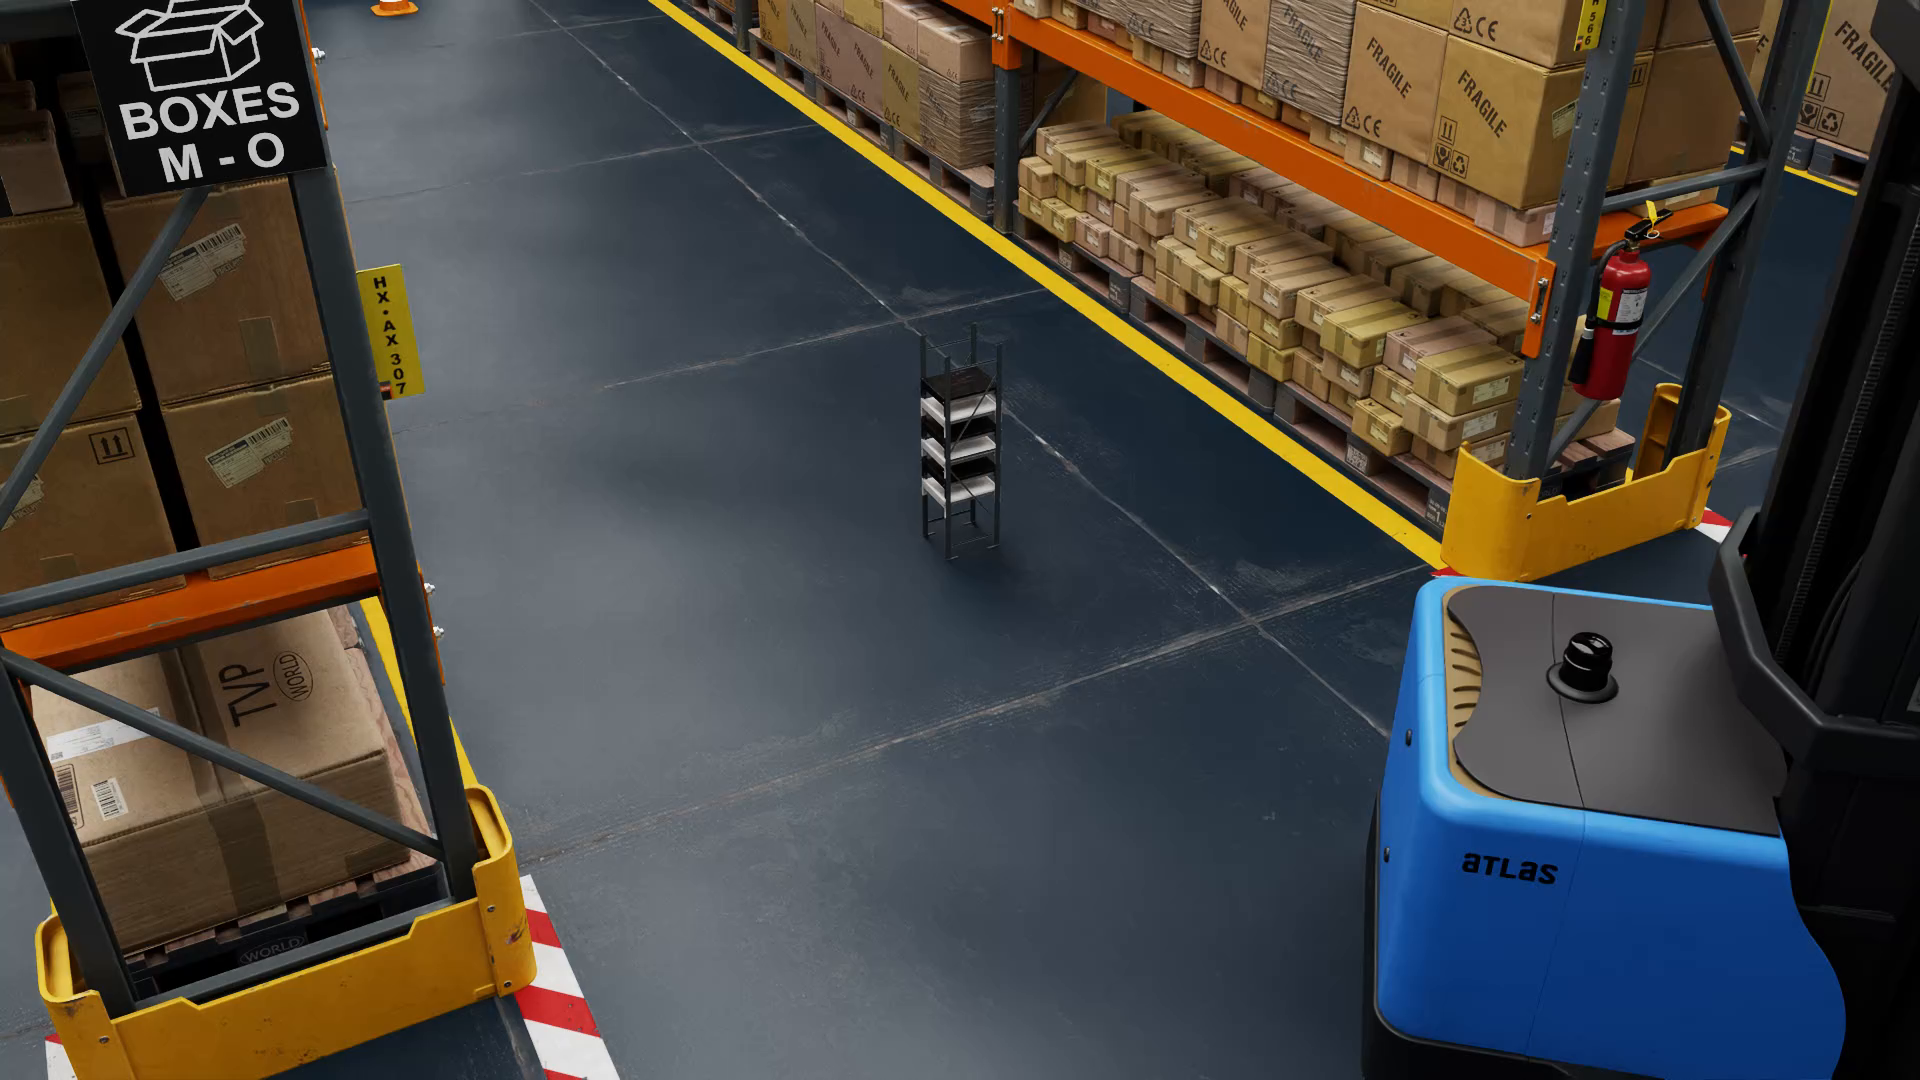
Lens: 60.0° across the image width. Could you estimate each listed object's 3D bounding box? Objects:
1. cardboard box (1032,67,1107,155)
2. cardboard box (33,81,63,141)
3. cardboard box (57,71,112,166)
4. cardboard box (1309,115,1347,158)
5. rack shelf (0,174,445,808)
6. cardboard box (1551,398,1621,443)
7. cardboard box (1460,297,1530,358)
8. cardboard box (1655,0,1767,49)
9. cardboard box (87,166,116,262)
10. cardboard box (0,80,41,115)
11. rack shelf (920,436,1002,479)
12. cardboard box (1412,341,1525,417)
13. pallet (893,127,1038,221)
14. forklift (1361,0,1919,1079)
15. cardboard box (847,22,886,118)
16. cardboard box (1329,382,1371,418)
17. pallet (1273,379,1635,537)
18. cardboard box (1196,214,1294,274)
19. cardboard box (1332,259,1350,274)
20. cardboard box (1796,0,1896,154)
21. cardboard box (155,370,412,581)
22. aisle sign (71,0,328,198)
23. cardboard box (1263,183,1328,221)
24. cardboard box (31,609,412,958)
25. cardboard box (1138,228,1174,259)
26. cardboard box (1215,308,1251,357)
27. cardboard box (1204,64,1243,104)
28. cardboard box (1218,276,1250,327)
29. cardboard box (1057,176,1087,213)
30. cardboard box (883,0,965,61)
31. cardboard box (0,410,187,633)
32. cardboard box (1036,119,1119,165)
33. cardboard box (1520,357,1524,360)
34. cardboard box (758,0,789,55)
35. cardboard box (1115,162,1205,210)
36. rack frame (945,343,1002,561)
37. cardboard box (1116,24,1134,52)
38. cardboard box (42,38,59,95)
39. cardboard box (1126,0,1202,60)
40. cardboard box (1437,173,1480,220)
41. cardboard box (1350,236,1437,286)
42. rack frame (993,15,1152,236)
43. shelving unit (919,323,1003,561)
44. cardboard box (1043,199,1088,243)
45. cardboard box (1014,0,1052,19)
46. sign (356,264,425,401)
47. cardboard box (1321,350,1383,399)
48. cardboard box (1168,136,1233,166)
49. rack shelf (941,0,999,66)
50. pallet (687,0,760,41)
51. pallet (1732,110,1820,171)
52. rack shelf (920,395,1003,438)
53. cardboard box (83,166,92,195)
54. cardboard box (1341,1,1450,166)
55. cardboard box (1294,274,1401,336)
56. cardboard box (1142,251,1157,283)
[{"bbox_3d":[0.551,-2.687,10.092,0.500,0.500,0.500,-14,35,-21],"label":"cardboard box"},{"bbox_3d":[-2.511,-0.817,4.225,0.500,0.500,0.500,-16,36,-23],"label":"cardboard box"},{"bbox_3d":[-1.912,-1.024,3.947,0.380,0.149,0.250,-15,36,-22],"label":"cardboard box"},{"bbox_3d":[1.675,-1.706,6.866,0.380,0.149,0.250,-18,37,-25],"label":"cardboard box"},{"bbox_3d":[-2.738,-0.593,5.562,1.077,0.370,4.000,-16,36,-23],"label":"rack shelf"},{"bbox_3d":[2.565,-0.542,7.068,0.380,0.149,0.250,-15,36,-22],"label":"cardboard box"},{"bbox_3d":[2.347,-0.898,7.074,0.380,0.149,0.250,-15,36,-22],"label":"cardboard box"},{"bbox_3d":[2.552,-2.104,5.958,0.500,0.500,0.500,-16,36,-23],"label":"cardboard box"},{"bbox_3d":[-2.025,-0.950,4.433,0.500,0.500,0.500,-17,36,-24],"label":"cardboard box"},{"bbox_3d":[-2.290,-0.914,3.775,0.380,0.149,0.250,-15,36,-22],"label":"cardboard box"},{"bbox_3d":[0.004,-0.347,6.519,0.258,0.077,0.200,-16,36,-23],"label":"rack shelf"},{"bbox_3d":[2.055,-0.650,6.687,0.380,0.149,0.250,-15,36,-23],"label":"cardboard box"},{"bbox_3d":[0.297,-2.341,10.208,1.003,0.211,1.213,-16,36,-23],"label":"pallet"},{"bbox_3d":[2.640,0.183,3.748,3.031,2.935,1.130,7,33,11],"label":"forklift"},{"bbox_3d":[-0.381,-3.048,10.656,0.500,0.500,0.500,-17,36,-24],"label":"cardboard box"},{"bbox_3d":[1.840,-0.655,7.245,0.380,0.149,0.250,-16,36,-23],"label":"cardboard box"},{"bbox_3d":[2.143,-0.493,7.324,1.003,0.211,1.213,-16,36,-23],"label":"pallet"},{"bbox_3d":[1.344,-1.402,7.859,0.380,0.149,0.250,-16,36,-23],"label":"cardboard box"},{"bbox_3d":[1.844,-1.262,7.917,0.380,0.149,0.250,-14,35,-21],"label":"cardboard box"},{"bbox_3d":[5.753,-2.860,10.014,0.875,0.875,0.875,-16,36,-23],"label":"cardboard box"},{"bbox_3d":[-1.776,-0.285,4.321,0.500,0.500,0.500,-16,36,-23],"label":"cardboard box"},{"bbox_3d":[-1.516,-1.075,3.237,0.394,0.787,0.004,-16,36,-23],"label":"aisle sign"},{"bbox_3d":[1.730,-1.662,8.266,0.380,0.149,0.250,-17,36,-25],"label":"cardboard box"},{"bbox_3d":[-2.202,0.671,4.908,0.875,0.438,0.875,-17,36,-25],"label":"cardboard box"},{"bbox_3d":[1.121,-1.520,8.319,0.380,0.149,0.250,-14,35,-21],"label":"cardboard box"},{"bbox_3d":[1.429,-1.011,7.801,0.380,0.149,0.250,-15,36,-22],"label":"cardboard box"},{"bbox_3d":[1.327,-2.088,7.461,0.380,0.149,0.250,-14,35,-21],"label":"cardboard box"},{"bbox_3d":[1.428,-1.135,7.718,0.380,0.149,0.250,-14,35,-21],"label":"cardboard box"},{"bbox_3d":[0.744,-1.894,8.903,0.380,0.149,0.250,-16,36,-23],"label":"cardboard box"},{"bbox_3d":[-0.138,-3.124,10.078,0.500,0.250,0.500,-14,35,-21],"label":"cardboard box"},{"bbox_3d":[-2.265,-0.147,4.106,0.500,0.500,0.500,-16,36,-23],"label":"cardboard box"},{"bbox_3d":[0.638,-2.154,9.033,0.380,0.149,0.250,-14,35,-21],"label":"cardboard box"},{"bbox_3d":[2.431,-0.796,7.189,0.380,0.149,0.250,-16,36,-23],"label":"cardboard box"},{"bbox_3d":[-1.100,-3.775,11.790,0.500,0.500,0.500,-17,37,-25],"label":"cardboard box"},{"bbox_3d":[1.018,-1.781,8.451,0.380,0.149,0.250,-17,36,-24],"label":"cardboard box"},{"bbox_3d":[0.051,-0.327,6.425,0.240,0.900,0.006,-16,36,-23],"label":"rack frame"},{"bbox_3d":[0.982,-2.471,8.058,0.380,0.149,0.250,-18,37,-25],"label":"cardboard box"},{"bbox_3d":[-3.204,-1.535,5.346,0.500,0.500,0.500,-15,36,-22],"label":"cardboard box"},{"bbox_3d":[1.109,-2.527,7.546,0.500,0.500,0.500,-17,36,-24],"label":"cardboard box"},{"bbox_3d":[2.041,-1.341,6.296,0.380,0.149,0.250,-16,36,-23],"label":"cardboard box"},{"bbox_3d":[2.033,-1.283,7.674,0.380,0.149,0.250,-14,35,-21],"label":"cardboard box"},{"bbox_3d":[0.661,-3.144,8.876,1.000,3.000,0.127,-16,36,-23],"label":"rack frame"},{"bbox_3d":[0.004,-0.375,6.501,0.258,0.900,0.210,-16,36,-23],"label":"shelving unit"},{"bbox_3d":[0.671,-1.738,8.936,0.380,0.149,0.250,-15,35,-22],"label":"cardboard box"},{"bbox_3d":[0.504,-2.820,8.604,0.380,0.149,0.250,-15,35,-21],"label":"cardboard box"},{"bbox_3d":[-1.312,-0.476,3.836,0.100,0.325,0.005,-16,36,-23],"label":"sign"},{"bbox_3d":[1.784,-0.764,7.140,0.380,0.149,0.250,-17,37,-25],"label":"cardboard box"},{"bbox_3d":[1.334,-2.037,8.851,0.380,0.149,0.250,-16,36,-24],"label":"cardboard box"},{"bbox_3d":[-0.272,-3.795,10.560,1.077,0.370,4.000,-16,36,-23],"label":"rack shelf"},{"bbox_3d":[-1.505,-4.273,13.225,1.003,0.211,1.213,-16,36,-23],"label":"pallet"},{"bbox_3d":[5.381,-2.786,10.903,1.003,0.211,1.213,-16,36,-23],"label":"pallet"},{"bbox_3d":[0.004,-0.499,6.422,0.258,0.077,0.200,-16,36,-23],"label":"rack shelf"},{"bbox_3d":[-3.453,-1.361,6.002,0.500,0.500,0.500,-16,36,-23],"label":"cardboard box"},{"bbox_3d":[1.853,-1.799,6.409,0.500,0.500,0.500,-16,36,-24],"label":"cardboard box"},{"bbox_3d":[1.691,-1.016,7.257,0.380,0.149,0.250,-17,37,-25],"label":"cardboard box"},{"bbox_3d":[1.151,-1.405,8.415,0.380,0.149,0.250,-17,37,-25],"label":"cardboard box"}]
